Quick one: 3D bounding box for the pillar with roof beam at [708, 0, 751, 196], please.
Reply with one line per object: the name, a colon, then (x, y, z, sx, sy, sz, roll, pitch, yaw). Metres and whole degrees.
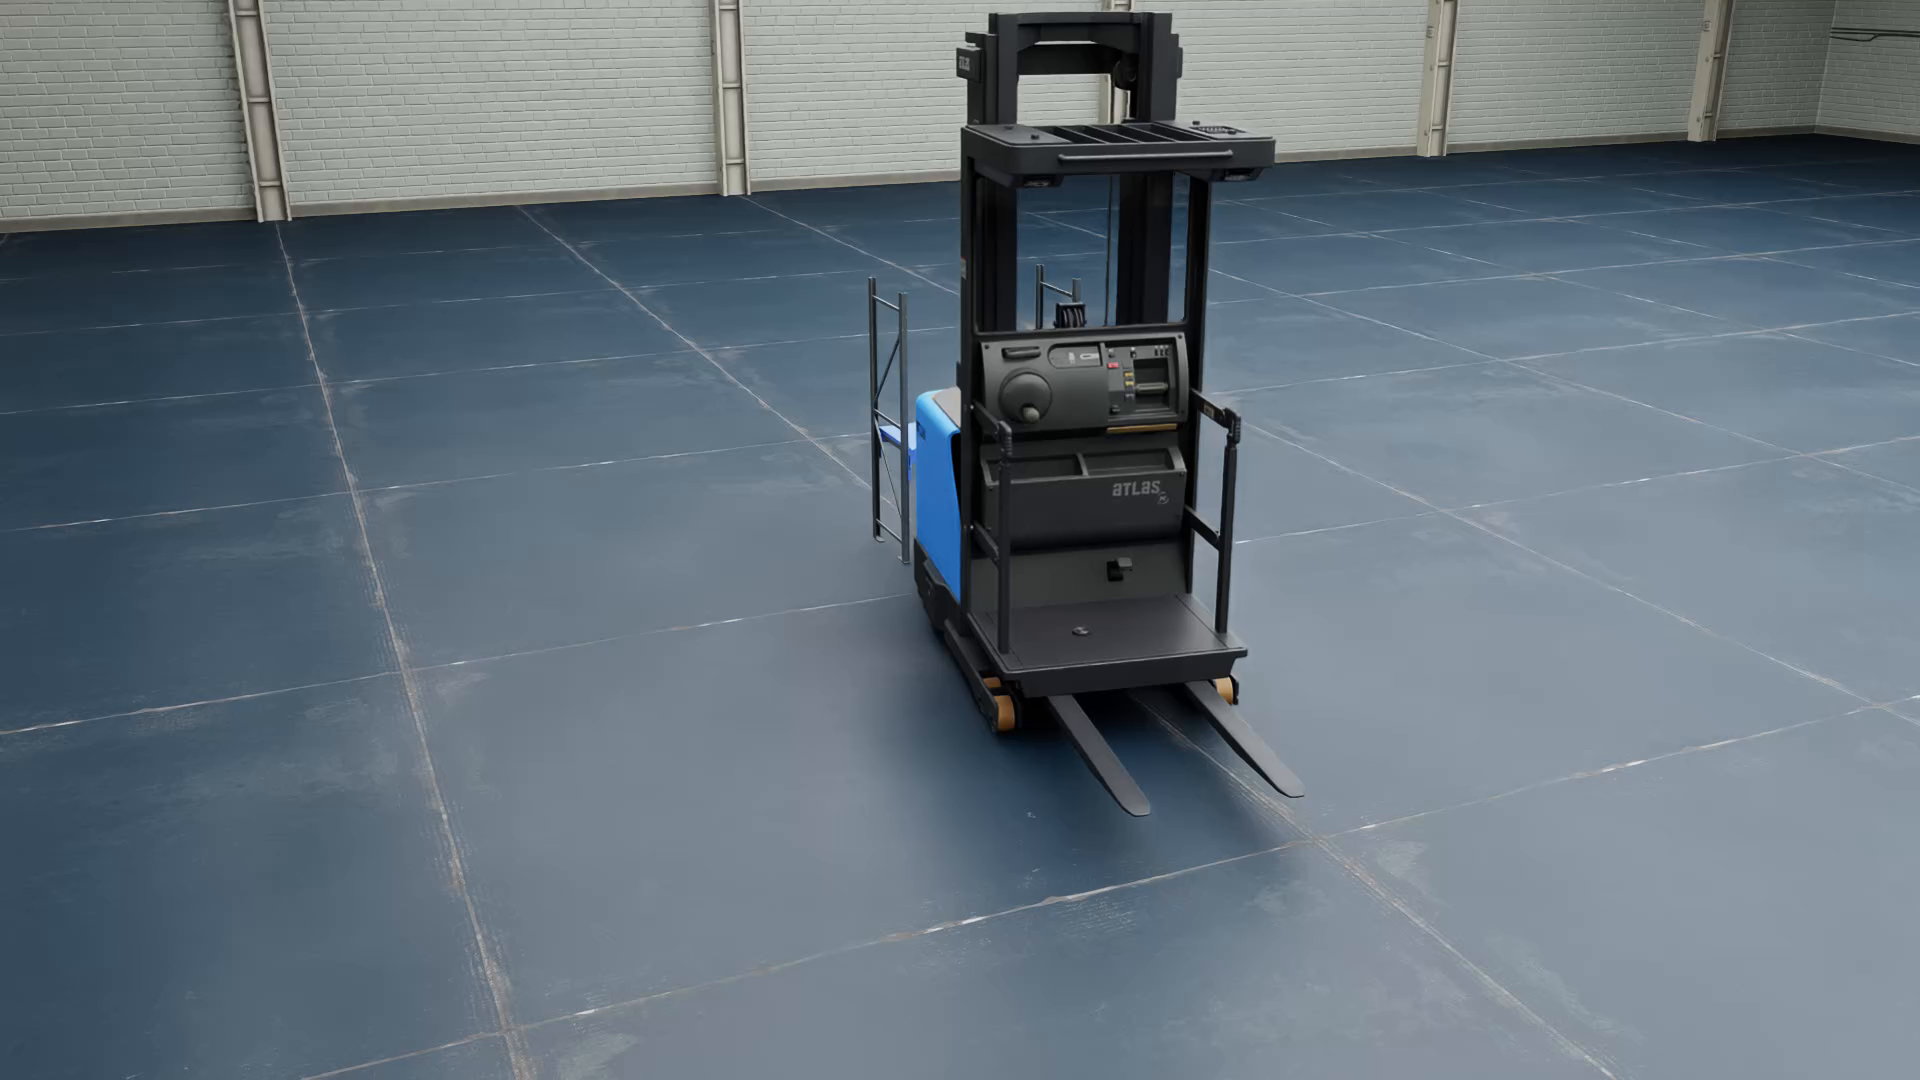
pillar with roof beam: (-1.455, -7.776, 18.058, 0.400, 9.000, 9.100, -8, 21, -22)

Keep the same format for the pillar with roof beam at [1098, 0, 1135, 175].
pillar with roof beam: (4.055, -8.566, 20.300, 0.400, 9.000, 9.100, -8, 21, -22)

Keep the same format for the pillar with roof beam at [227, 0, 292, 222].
pillar with roof beam: (-6.964, -6.987, 15.816, 0.400, 9.000, 9.100, -8, 21, -22)

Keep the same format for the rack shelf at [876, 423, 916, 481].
rack shelf: (0.078, -0.549, 9.365, 1.000, 0.185, 0.538, -8, 21, -22)

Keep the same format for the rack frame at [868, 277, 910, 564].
rack frame: (-0.388, -0.652, 9.115, 0.032, 1.500, 0.500, -8, 21, -22)

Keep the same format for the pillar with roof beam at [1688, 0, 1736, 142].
pillar with roof beam: (15.073, -10.144, 24.783, 0.400, 9.000, 9.100, -8, 21, -22)

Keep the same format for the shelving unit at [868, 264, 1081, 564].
shelving unit: (0.078, -0.719, 9.305, 1.048, 1.500, 0.538, -8, 21, -22)

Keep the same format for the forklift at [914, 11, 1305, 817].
forklift: (0.601, -0.689, 7.066, 1.130, 2.935, 3.031, -5, 20, -13)

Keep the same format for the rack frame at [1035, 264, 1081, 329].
rack frame: (0.545, -0.786, 9.495, 0.032, 1.500, 0.500, -8, 21, -22)

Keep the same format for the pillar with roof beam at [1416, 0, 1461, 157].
pillar with roof beam: (9.564, -9.355, 22.541, 0.400, 9.000, 9.100, -8, 21, -22)

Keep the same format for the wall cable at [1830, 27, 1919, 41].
wall cable: (16.597, -9.977, 28.983, 0.112, 2.526, 3.097, -8, 21, -22)
